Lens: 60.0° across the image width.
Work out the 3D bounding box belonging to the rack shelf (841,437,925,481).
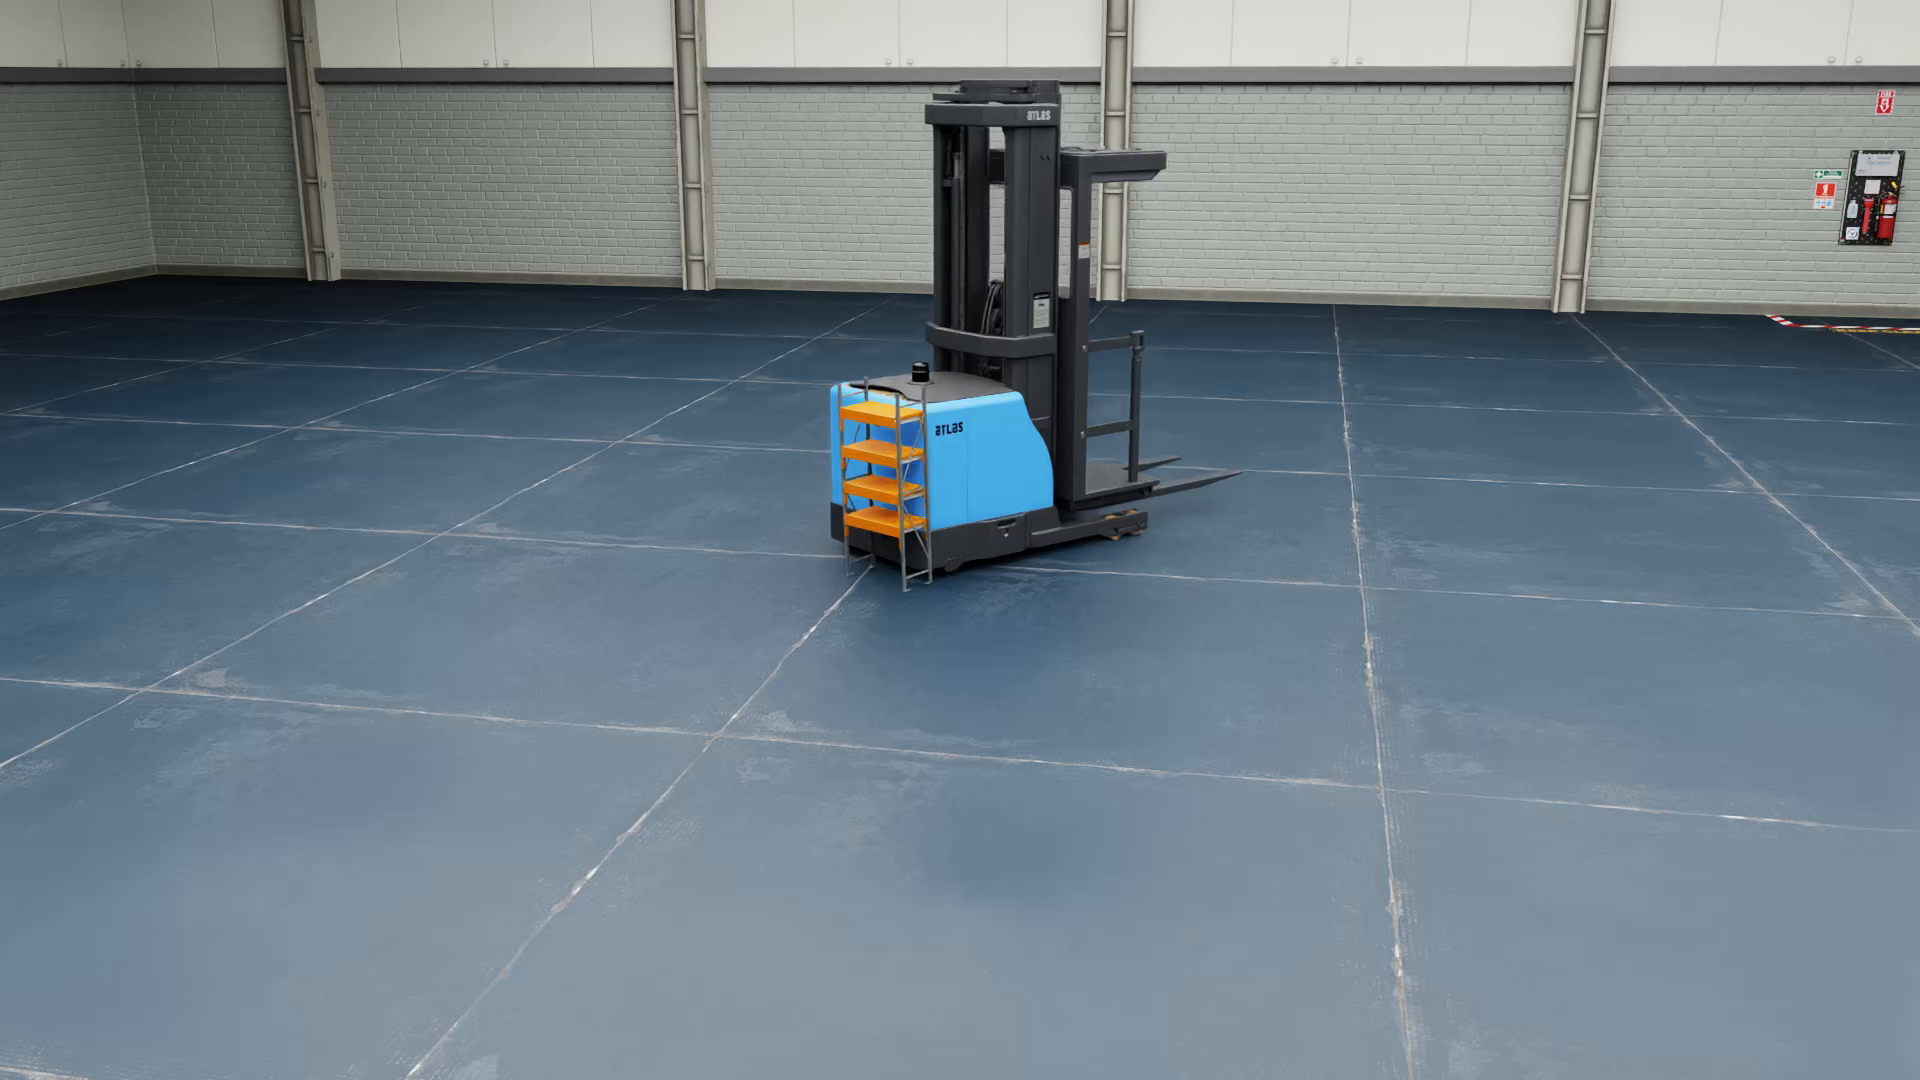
[{"bbox_3d":[-0.452,-0.484,9.886,0.480,0.148,0.258,14,23,41],"label":"rack shelf"}]

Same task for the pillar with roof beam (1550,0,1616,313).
[{"bbox_3d":[7.119,-6.217,16.578,0.400,9.000,9.100,3,16,11],"label":"pillar with roof beam"}]

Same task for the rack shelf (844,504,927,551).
[{"bbox_3d":[-0.441,-0.080,10.010,0.480,0.148,0.258,14,23,41],"label":"rack shelf"}]

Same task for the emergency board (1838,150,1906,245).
[{"bbox_3d":[11.442,-4.274,20.803,0.643,1.169,0.194,3,16,11],"label":"emergency board"}]

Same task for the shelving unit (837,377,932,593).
[{"bbox_3d":[-0.448,-0.334,9.932,0.503,1.200,0.258,14,23,41],"label":"shelving unit"}]

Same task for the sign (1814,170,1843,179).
[{"bbox_3d":[10.924,-4.600,20.921,0.331,0.109,0.001,3,16,11],"label":"sign"}]

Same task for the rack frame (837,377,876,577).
[{"bbox_3d":[-0.626,-0.378,10.093,0.015,1.200,0.240,14,23,41],"label":"rack frame"}]

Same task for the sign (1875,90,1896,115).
[{"bbox_3d":[11.454,-5.418,20.589,0.199,0.298,0.001,3,16,11],"label":"sign"}]

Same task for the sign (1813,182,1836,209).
[{"bbox_3d":[10.921,-4.348,21.001,0.234,0.329,0.001,3,16,11],"label":"sign"}]

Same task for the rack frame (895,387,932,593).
[{"bbox_3d":[-0.270,-0.289,9.771,0.015,1.200,0.240,14,23,41],"label":"rack frame"}]

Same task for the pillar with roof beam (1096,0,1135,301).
[{"bbox_3d":[1.239,-6.536,17.730,0.400,9.000,9.100,3,16,11],"label":"pillar with roof beam"}]

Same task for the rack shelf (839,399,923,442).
[{"bbox_3d":[-0.458,-0.710,9.817,0.480,0.148,0.258,14,23,41],"label":"rack shelf"}]

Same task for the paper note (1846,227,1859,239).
[{"bbox_3d":[11.283,-3.877,21.019,0.142,0.148,0.016,3,16,11],"label":"paper note"}]

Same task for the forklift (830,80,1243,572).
[{"bbox_3d":[0.636,-1.511,10.956,3.031,2.935,1.130,-12,19,-36],"label":"forklift"}]

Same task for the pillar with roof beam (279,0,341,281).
[{"bbox_3d":[-10.520,-7.174,20.035,0.400,9.000,9.100,3,16,11],"label":"pillar with roof beam"}]

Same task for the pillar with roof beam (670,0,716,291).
[{"bbox_3d":[-4.641,-6.855,18.882,0.400,9.000,9.100,3,16,11],"label":"pillar with roof beam"}]

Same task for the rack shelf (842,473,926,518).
[{"bbox_3d":[-0.446,-0.270,9.952,0.480,0.148,0.258,14,23,41],"label":"rack shelf"}]
